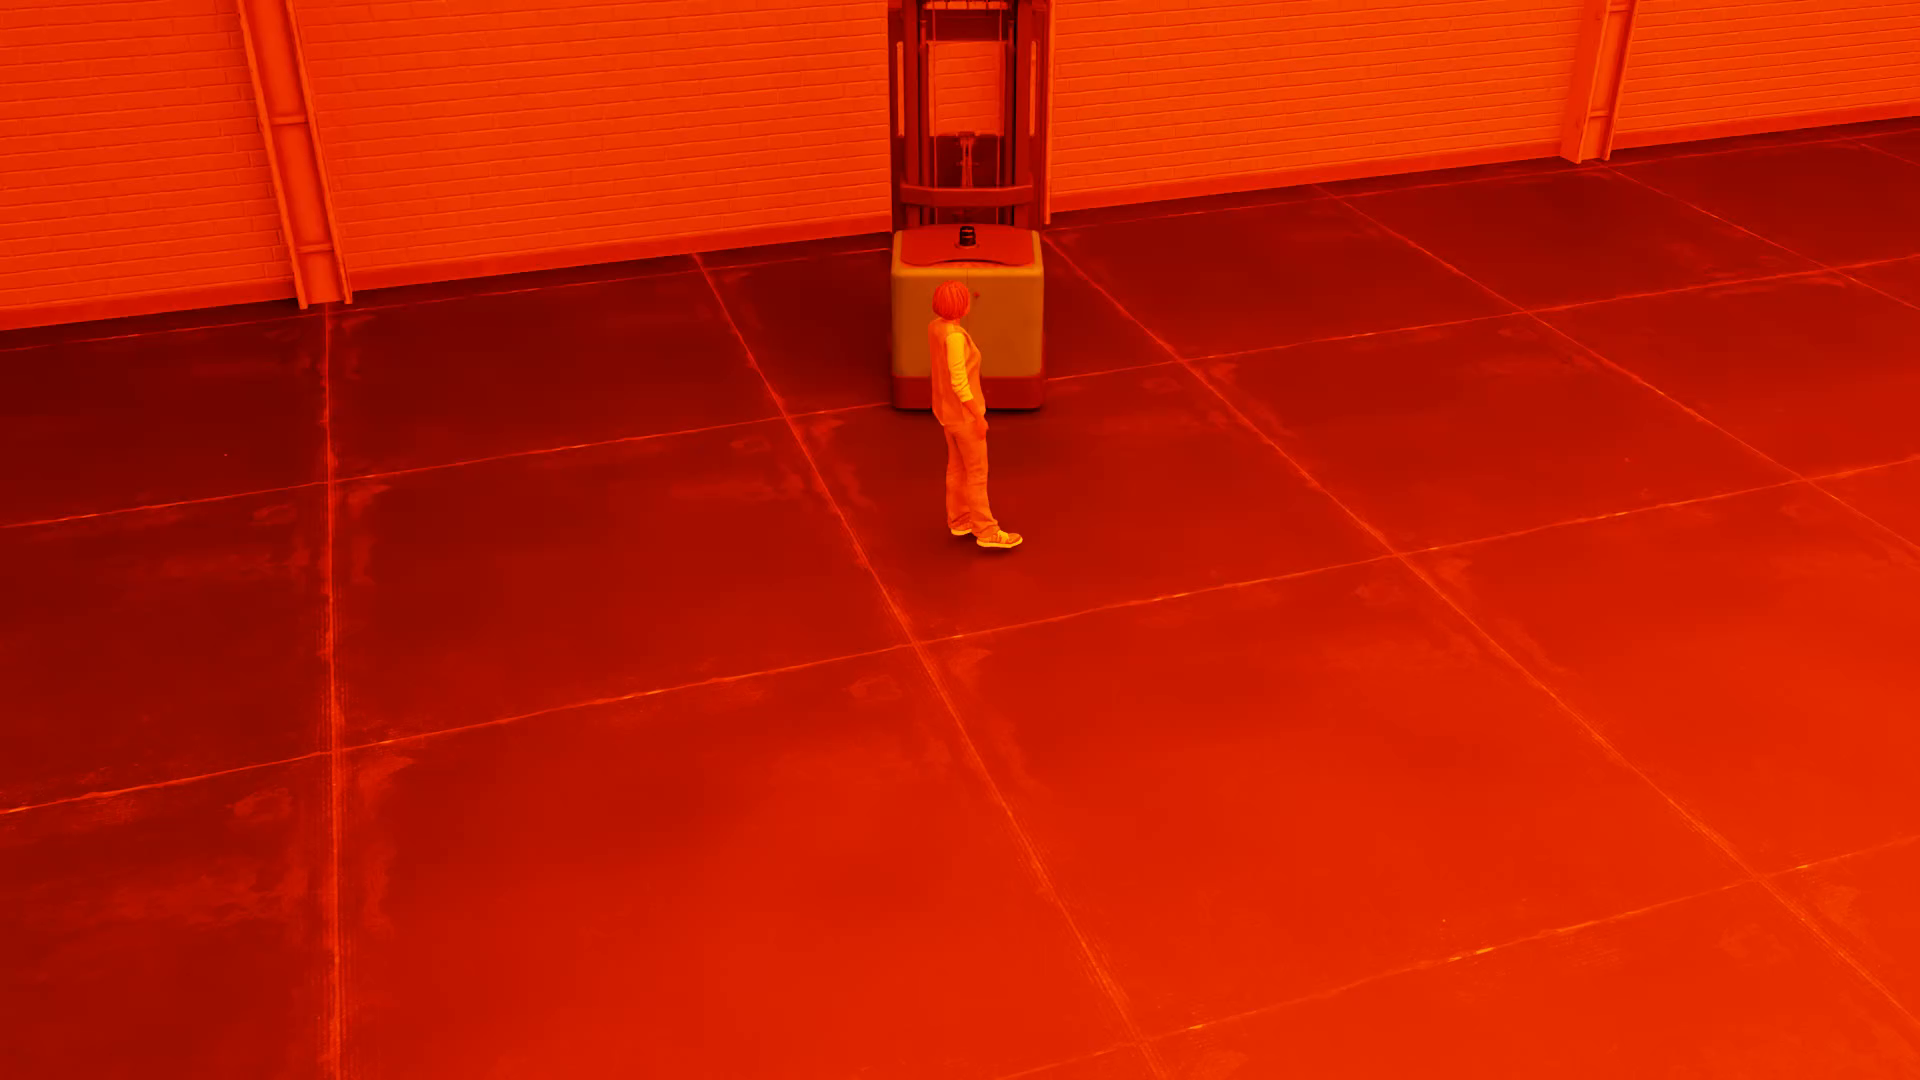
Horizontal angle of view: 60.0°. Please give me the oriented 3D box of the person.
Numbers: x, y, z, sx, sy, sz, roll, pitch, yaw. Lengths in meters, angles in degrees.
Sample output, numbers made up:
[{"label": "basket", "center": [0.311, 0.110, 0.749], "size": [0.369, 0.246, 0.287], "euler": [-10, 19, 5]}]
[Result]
[{"label": "person", "center": [0.075, -0.739, 9.613], "size": [0.472, 1.599, 0.520], "euler": [-10, 31, -16]}]

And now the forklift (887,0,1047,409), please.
[{"label": "forklift", "center": [0.045, -2.865, 12.067], "size": [1.130, 2.935, 3.031], "euler": [0, 30, 0]}]
